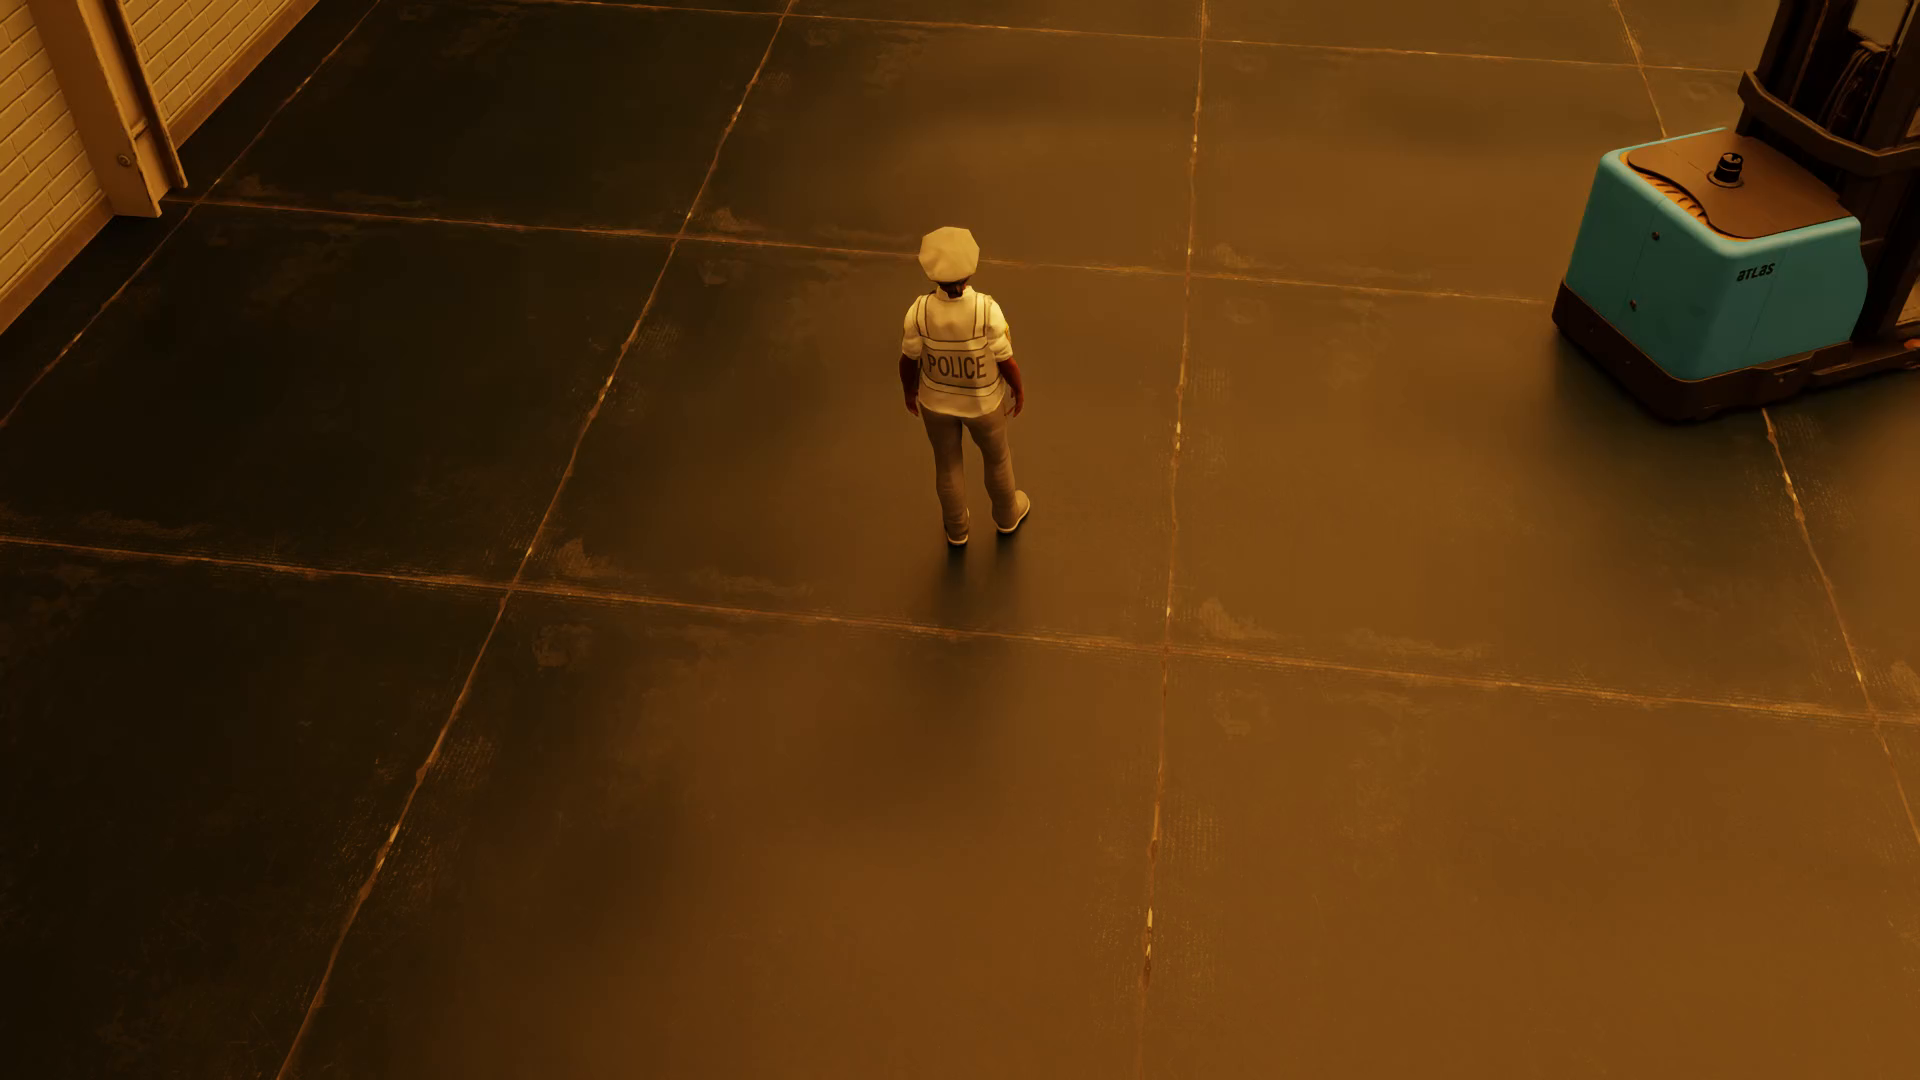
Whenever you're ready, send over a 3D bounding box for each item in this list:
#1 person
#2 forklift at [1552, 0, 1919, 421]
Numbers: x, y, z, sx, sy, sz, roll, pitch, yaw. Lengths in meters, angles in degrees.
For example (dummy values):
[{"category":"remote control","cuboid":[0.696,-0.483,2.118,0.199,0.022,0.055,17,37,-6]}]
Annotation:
[{"category":"person","cuboid":[0.030,-0.677,7.365,0.569,1.695,0.530,5,43,6]},{"category":"forklift","cuboid":[4.812,-2.308,8.237,3.031,2.935,1.130,-14,44,-15]}]
